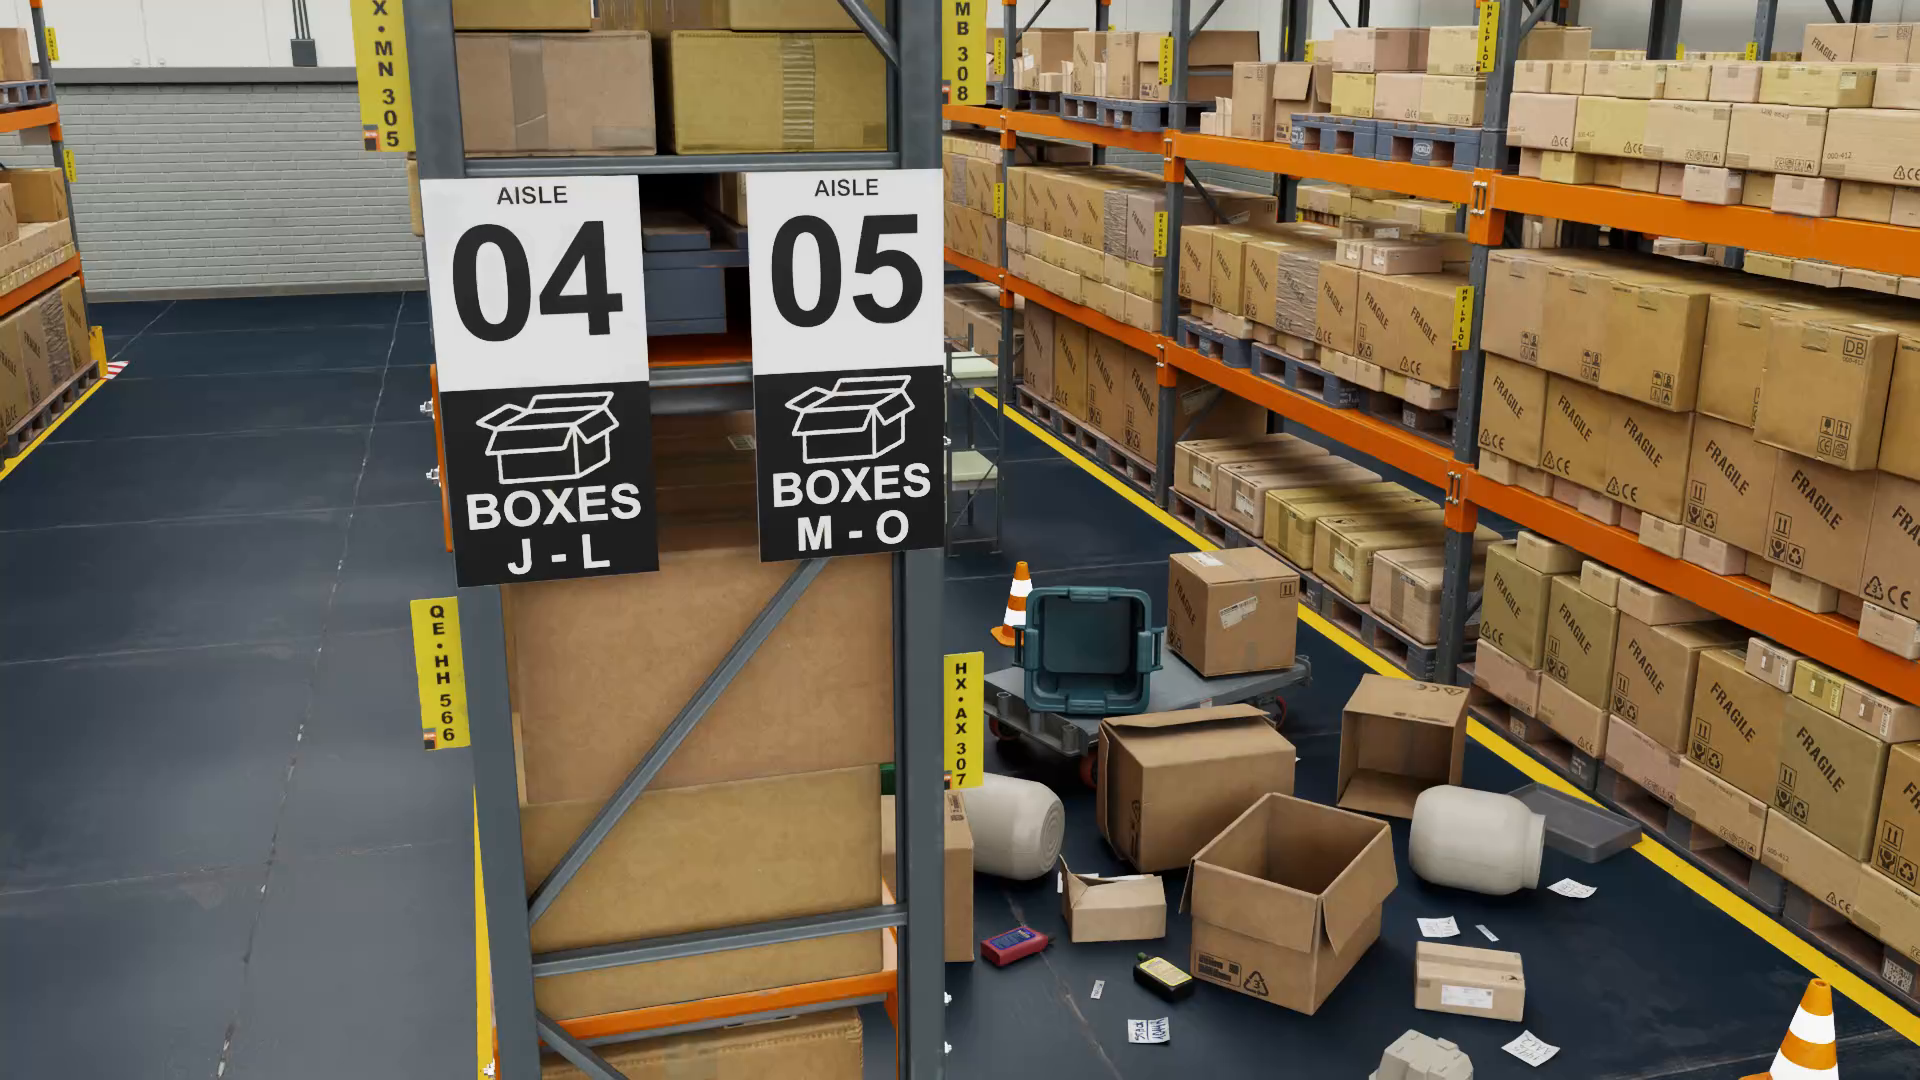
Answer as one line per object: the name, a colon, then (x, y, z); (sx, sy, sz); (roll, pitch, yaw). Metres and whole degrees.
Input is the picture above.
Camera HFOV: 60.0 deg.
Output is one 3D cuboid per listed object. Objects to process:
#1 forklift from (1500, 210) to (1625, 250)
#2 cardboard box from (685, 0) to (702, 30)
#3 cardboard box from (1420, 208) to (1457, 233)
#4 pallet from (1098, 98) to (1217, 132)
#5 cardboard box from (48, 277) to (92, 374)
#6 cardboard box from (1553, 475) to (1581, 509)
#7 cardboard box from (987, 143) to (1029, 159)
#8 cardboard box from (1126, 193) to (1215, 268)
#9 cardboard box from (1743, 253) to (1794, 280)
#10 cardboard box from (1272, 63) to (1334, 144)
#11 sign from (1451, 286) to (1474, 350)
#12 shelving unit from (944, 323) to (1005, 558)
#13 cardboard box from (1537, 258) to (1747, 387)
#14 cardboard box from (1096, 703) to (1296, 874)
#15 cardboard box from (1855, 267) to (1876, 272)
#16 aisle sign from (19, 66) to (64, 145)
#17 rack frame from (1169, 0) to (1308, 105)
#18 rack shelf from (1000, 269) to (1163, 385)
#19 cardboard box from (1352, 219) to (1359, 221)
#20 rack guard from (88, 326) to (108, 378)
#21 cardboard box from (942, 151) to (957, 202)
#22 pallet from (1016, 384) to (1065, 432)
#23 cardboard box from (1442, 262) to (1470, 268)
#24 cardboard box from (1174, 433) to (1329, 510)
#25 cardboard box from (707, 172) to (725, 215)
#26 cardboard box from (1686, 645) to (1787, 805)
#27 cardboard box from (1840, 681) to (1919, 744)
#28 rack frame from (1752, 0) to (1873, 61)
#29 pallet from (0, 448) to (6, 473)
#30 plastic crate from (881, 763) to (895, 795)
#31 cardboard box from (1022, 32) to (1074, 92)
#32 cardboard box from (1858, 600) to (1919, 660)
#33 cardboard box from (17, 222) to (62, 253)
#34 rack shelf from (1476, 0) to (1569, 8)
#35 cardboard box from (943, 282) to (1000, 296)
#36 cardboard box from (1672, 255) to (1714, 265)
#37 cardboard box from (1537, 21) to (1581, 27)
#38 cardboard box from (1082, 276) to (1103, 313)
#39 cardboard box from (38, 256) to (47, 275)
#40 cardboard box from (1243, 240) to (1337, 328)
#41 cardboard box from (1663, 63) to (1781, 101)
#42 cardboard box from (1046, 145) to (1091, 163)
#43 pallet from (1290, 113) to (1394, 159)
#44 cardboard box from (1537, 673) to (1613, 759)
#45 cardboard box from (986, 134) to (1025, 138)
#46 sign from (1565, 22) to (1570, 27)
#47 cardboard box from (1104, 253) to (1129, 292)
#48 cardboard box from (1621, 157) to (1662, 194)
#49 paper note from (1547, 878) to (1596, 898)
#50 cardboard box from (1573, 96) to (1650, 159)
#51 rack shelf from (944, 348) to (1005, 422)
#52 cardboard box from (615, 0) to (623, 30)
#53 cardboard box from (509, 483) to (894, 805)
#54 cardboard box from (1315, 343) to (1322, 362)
forklift: (4.661, -1.730, 12.616); (1.130, 2.935, 3.031); (-5, 17, -16)
cardboard box: (-0.456, -1.302, 4.004); (0.380, 0.149, 0.250); (-5, 17, -16)
cardboard box: (5.300, -3.421, 17.871); (0.500, 0.250, 0.500); (-4, 17, -14)
pallet: (1.774, -3.249, 12.668); (1.213, 0.211, 1.003); (-4, 17, -13)
cardboard box: (-9.472, -2.171, 16.929); (0.875, 0.875, 0.875); (-5, 17, -15)
cardboard box: (3.101, -0.253, 8.017); (0.380, 0.149, 0.250); (-5, 17, -16)
cardboard box: (0.485, -3.884, 16.629); (0.380, 0.149, 0.250); (-5, 17, -15)
cardboard box: (1.608, -2.378, 12.743); (0.500, 0.500, 0.500); (-5, 17, -17)
cardboard box: (6.636, -2.146, 13.274); (0.500, 0.250, 0.500); (-5, 17, -15)
cardboard box: (2.448, -2.795, 10.650); (0.797, 0.503, 0.637); (-5, 17, -15)
sign: (2.568, -1.132, 8.495); (0.100, 0.325, 0.005); (-5, 17, -15)
shelving unit: (0.002, -0.716, 11.730); (0.431, 1.500, 0.755); (-5, 17, -15)
cardboard box: (3.133, -1.010, 7.671); (0.700, 0.500, 0.500); (-5, 17, -15)
cardboard box: (1.018, 1.071, 7.277); (0.797, 0.637, 0.503); (-5, 17, -15)
cardboard box: (6.929, -2.088, 12.389); (0.380, 0.149, 0.250); (-5, 17, -15)
aisle sign: (-9.456, -4.447, 17.024); (0.394, 0.787, 0.004); (-5, 17, -15)
rack frame: (2.002, -4.602, 11.631); (1.000, 3.000, 0.127); (-5, 17, -15)
rack shelf: (1.452, -1.938, 14.439); (1.077, 0.370, 4.000); (-5, 17, -15)
cardboard box: (4.800, -3.671, 19.395); (0.380, 0.149, 0.250); (-4, 17, -14)
rack guard: (-9.732, -1.968, 17.634); (1.175, 0.500, 0.348); (-5, 17, -15)
cardboard box: (0.097, -3.891, 17.780); (0.500, 0.500, 0.500); (-5, 17, -15)
pallet: (1.187, -1.292, 15.888); (1.003, 0.211, 1.213); (-5, 17, -15)
cardboard box: (2.987, -1.443, 10.120); (0.500, 0.500, 0.500); (-5, 17, -16)
cardboard box: (2.148, -0.515, 12.289); (0.950, 0.372, 0.625); (-6, 18, -19)
cardboard box: (-0.388, -0.853, 3.896); (0.380, 0.149, 0.250); (-5, 17, -15)
cardboard box: (3.451, 0.755, 6.970); (0.500, 0.500, 0.500); (-5, 17, -17)
cardboard box: (3.564, 0.633, 6.251); (0.380, 0.149, 0.250); (-4, 17, -14)
rack frame: (6.773, -4.996, 12.941); (1.000, 3.000, 0.127); (-5, 17, -15)
pallet: (-8.341, -0.509, 13.279); (1.003, 0.211, 1.213); (-5, 17, -15)
plastic crate: (-0.323, 1.060, 7.996); (0.450, 0.188, 0.662); (-6, 15, 16)
cardboard box: (0.866, -4.254, 14.783); (0.500, 0.500, 0.500); (-5, 17, -16)
cardboard box: (3.566, 0.315, 6.126); (0.380, 0.149, 0.250); (-4, 17, -14)
cardboard box: (-9.198, -2.976, 16.387); (0.500, 0.250, 0.500); (-5, 17, -16)
rack shelf: (6.224, -5.013, 14.943); (1.077, 0.370, 4.000); (-5, 17, -15)
cardboard box: (0.081, -2.741, 19.587); (0.875, 0.438, 0.875); (-5, 18, -17)
cardboard box: (6.224, -2.355, 14.283); (0.380, 0.149, 0.250); (-4, 17, -14)
cardboard box: (5.929, -4.985, 16.416); (0.396, 0.266, 0.258); (-5, 17, -15)
cardboard box: (1.335, -2.057, 13.847); (0.500, 0.250, 0.500); (-5, 17, -16)
cardboard box: (-8.957, -2.611, 15.868); (0.380, 0.149, 0.250); (-5, 17, -15)
cardboard box: (2.205, -1.688, 10.936); (0.500, 0.500, 0.500); (-4, 17, -14)
cardboard box: (3.201, -1.925, 6.983); (0.380, 0.149, 0.250); (-5, 18, -17)
cardboard box: (1.065, -3.781, 16.285); (0.380, 0.149, 0.250); (-5, 17, -16)
pallet: (2.746, -2.435, 9.957); (1.213, 0.211, 1.003); (-5, 17, -15)
cardboard box: (3.161, 0.825, 8.043); (0.500, 0.250, 0.500); (-4, 17, -12)
cardboard box: (0.498, -4.347, 18.171); (0.380, 0.149, 0.250); (-4, 17, -14)
sign: (6.207, -5.147, 17.074); (0.100, 0.325, 0.005); (-5, 17, -15)
cardboard box: (1.480, -2.152, 13.294); (0.500, 0.250, 0.500); (-5, 17, -17)
cardboard box: (3.174, -1.624, 7.368); (0.380, 0.149, 0.250); (-4, 17, -14)
paper note: (2.584, 1.467, 7.015); (0.142, 0.019, 0.148); (-12, 20, -34)
cardboard box: (3.109, -1.844, 7.408); (0.500, 0.250, 0.500); (-5, 17, -16)
rack shelf: (0.002, -1.090, 11.618); (0.431, 0.370, 0.720); (-5, 17, -15)
cardboard box: (-1.017, -1.866, 5.882); (0.380, 0.149, 0.250); (-4, 17, -14)
cardboard box: (-0.596, 0.208, 3.906); (0.875, 0.550, 0.550); (-5, 17, -15)
cardboard box: (2.454, -1.188, 10.400); (0.380, 0.149, 0.250); (-5, 18, -17)
